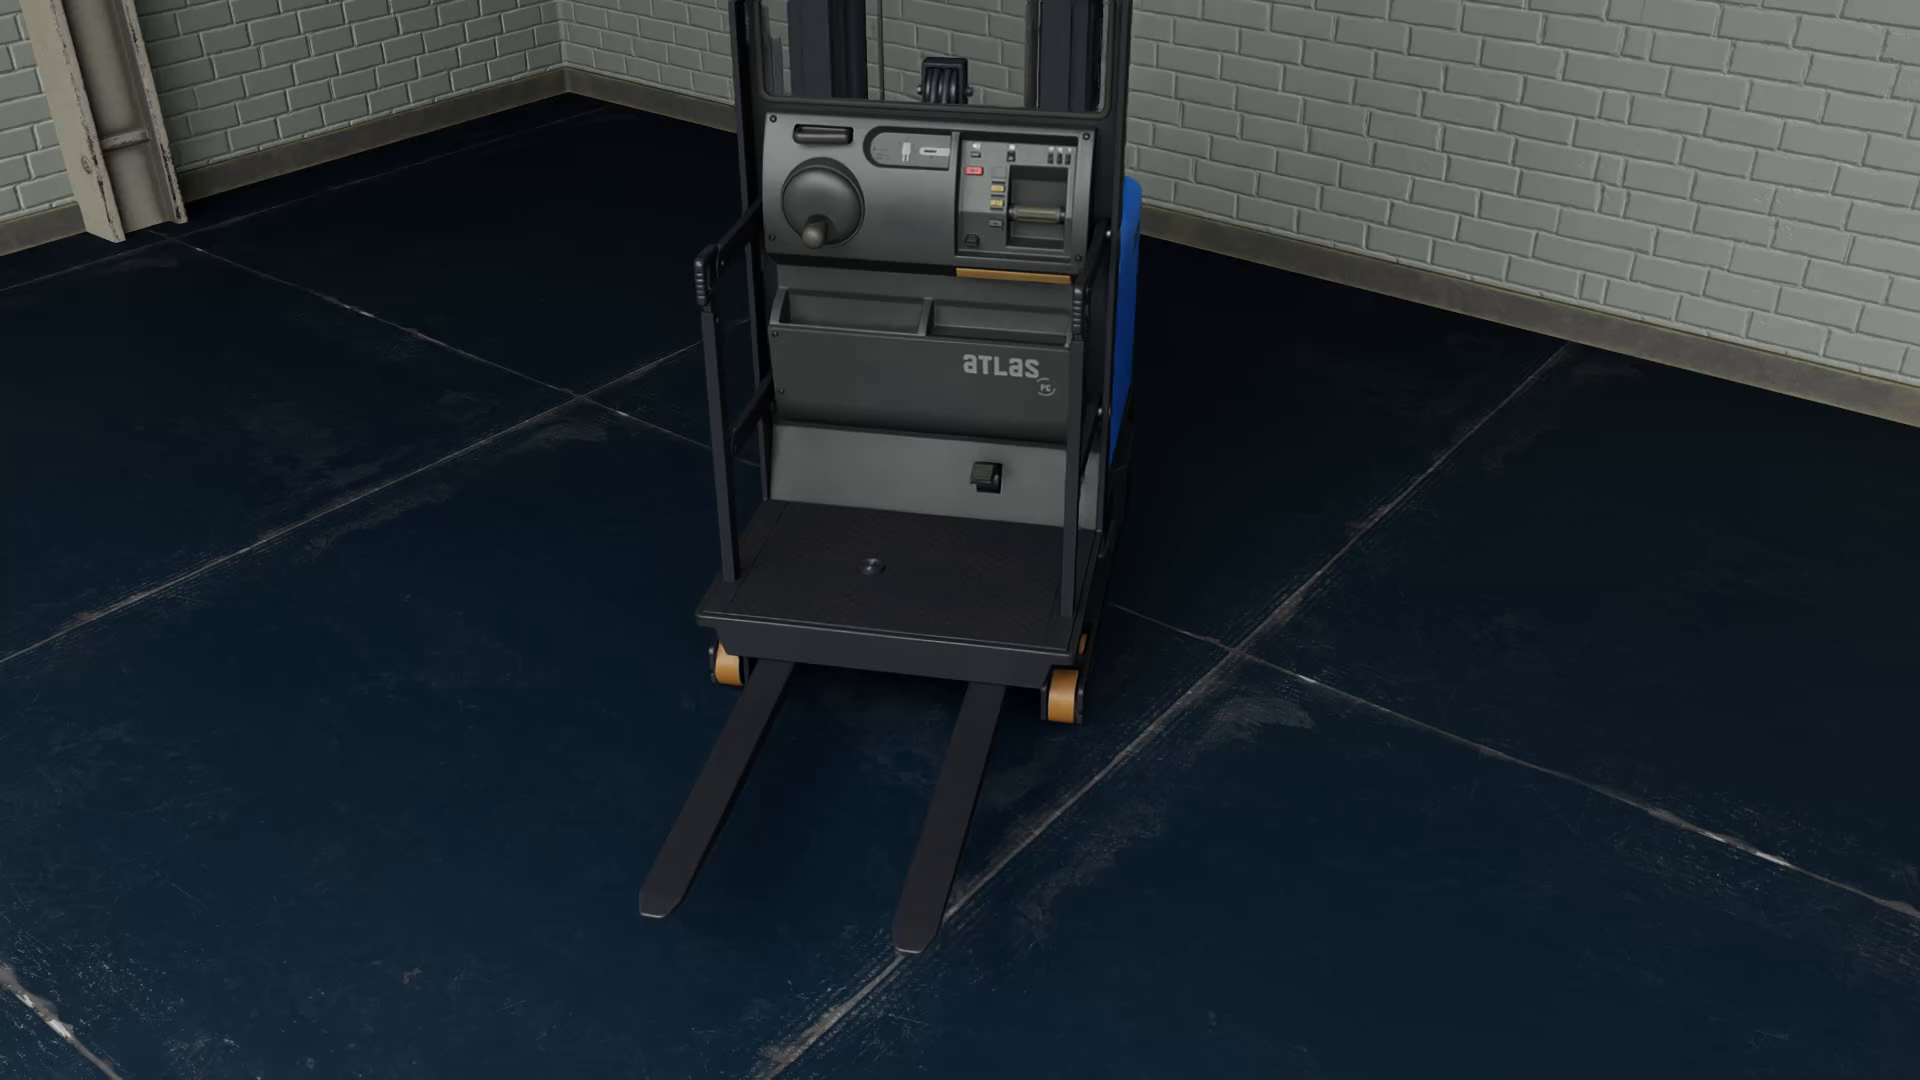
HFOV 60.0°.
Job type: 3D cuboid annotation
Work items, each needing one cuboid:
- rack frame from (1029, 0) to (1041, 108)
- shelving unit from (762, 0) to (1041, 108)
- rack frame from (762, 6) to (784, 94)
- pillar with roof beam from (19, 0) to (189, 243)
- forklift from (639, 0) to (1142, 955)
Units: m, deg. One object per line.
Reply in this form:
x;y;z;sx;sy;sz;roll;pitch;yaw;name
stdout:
0.324;-1.295;6.464;0.032;1.500;0.500;-5;31;-9;rack frame
-0.185;-1.246;6.381;1.083;1.500;0.587;-5;31;-9;shelving unit
-0.676;-1.199;6.301;0.032;1.500;0.500;-5;31;-9;rack frame
-0.750;-4.145;3.917;9.100;9.000;0.400;21;37;31;pillar with roof beam
-0.132;-0.929;4.442;1.130;2.935;3.031;6;31;9;forklift
